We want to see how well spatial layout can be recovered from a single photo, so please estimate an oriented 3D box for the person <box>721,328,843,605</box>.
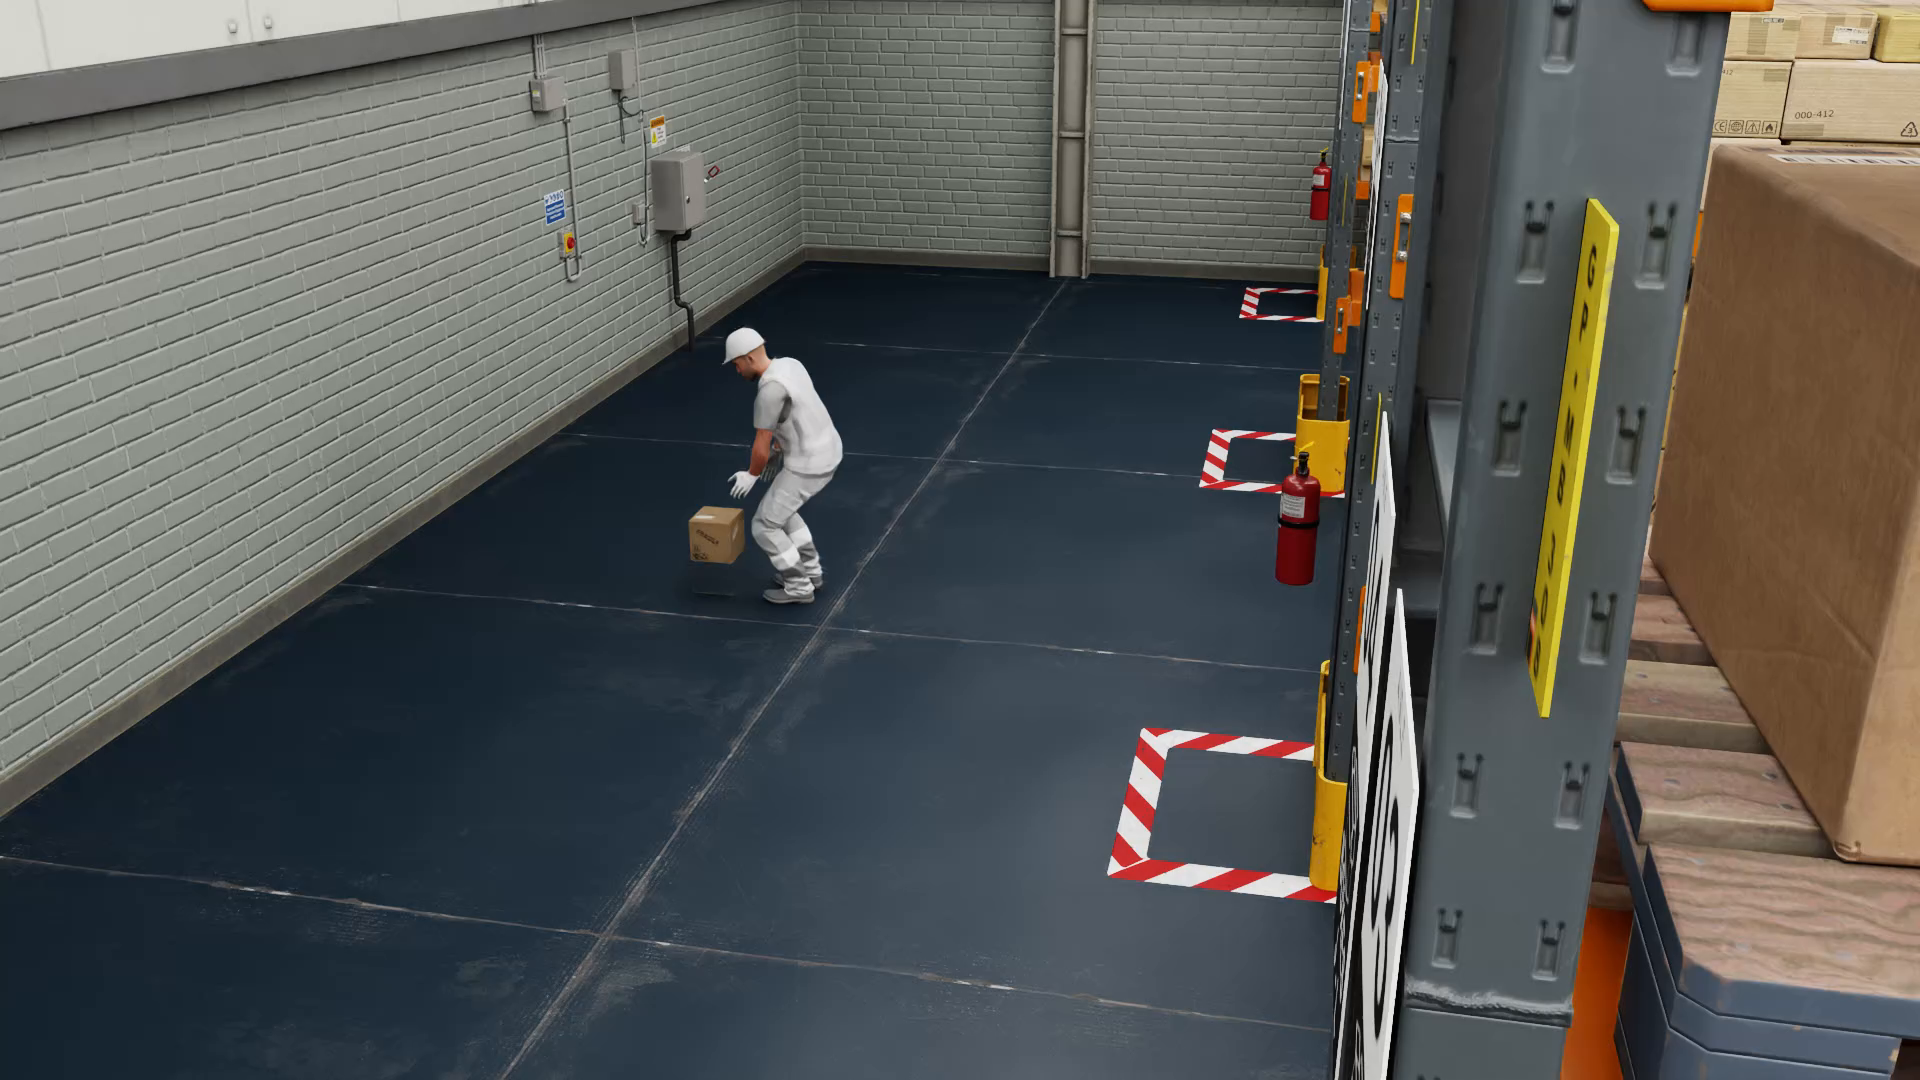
[{"bbox_3d":[-1.003,-0.415,9.403,0.647,1.580,0.575,5,22,12],"label":"person"}]
